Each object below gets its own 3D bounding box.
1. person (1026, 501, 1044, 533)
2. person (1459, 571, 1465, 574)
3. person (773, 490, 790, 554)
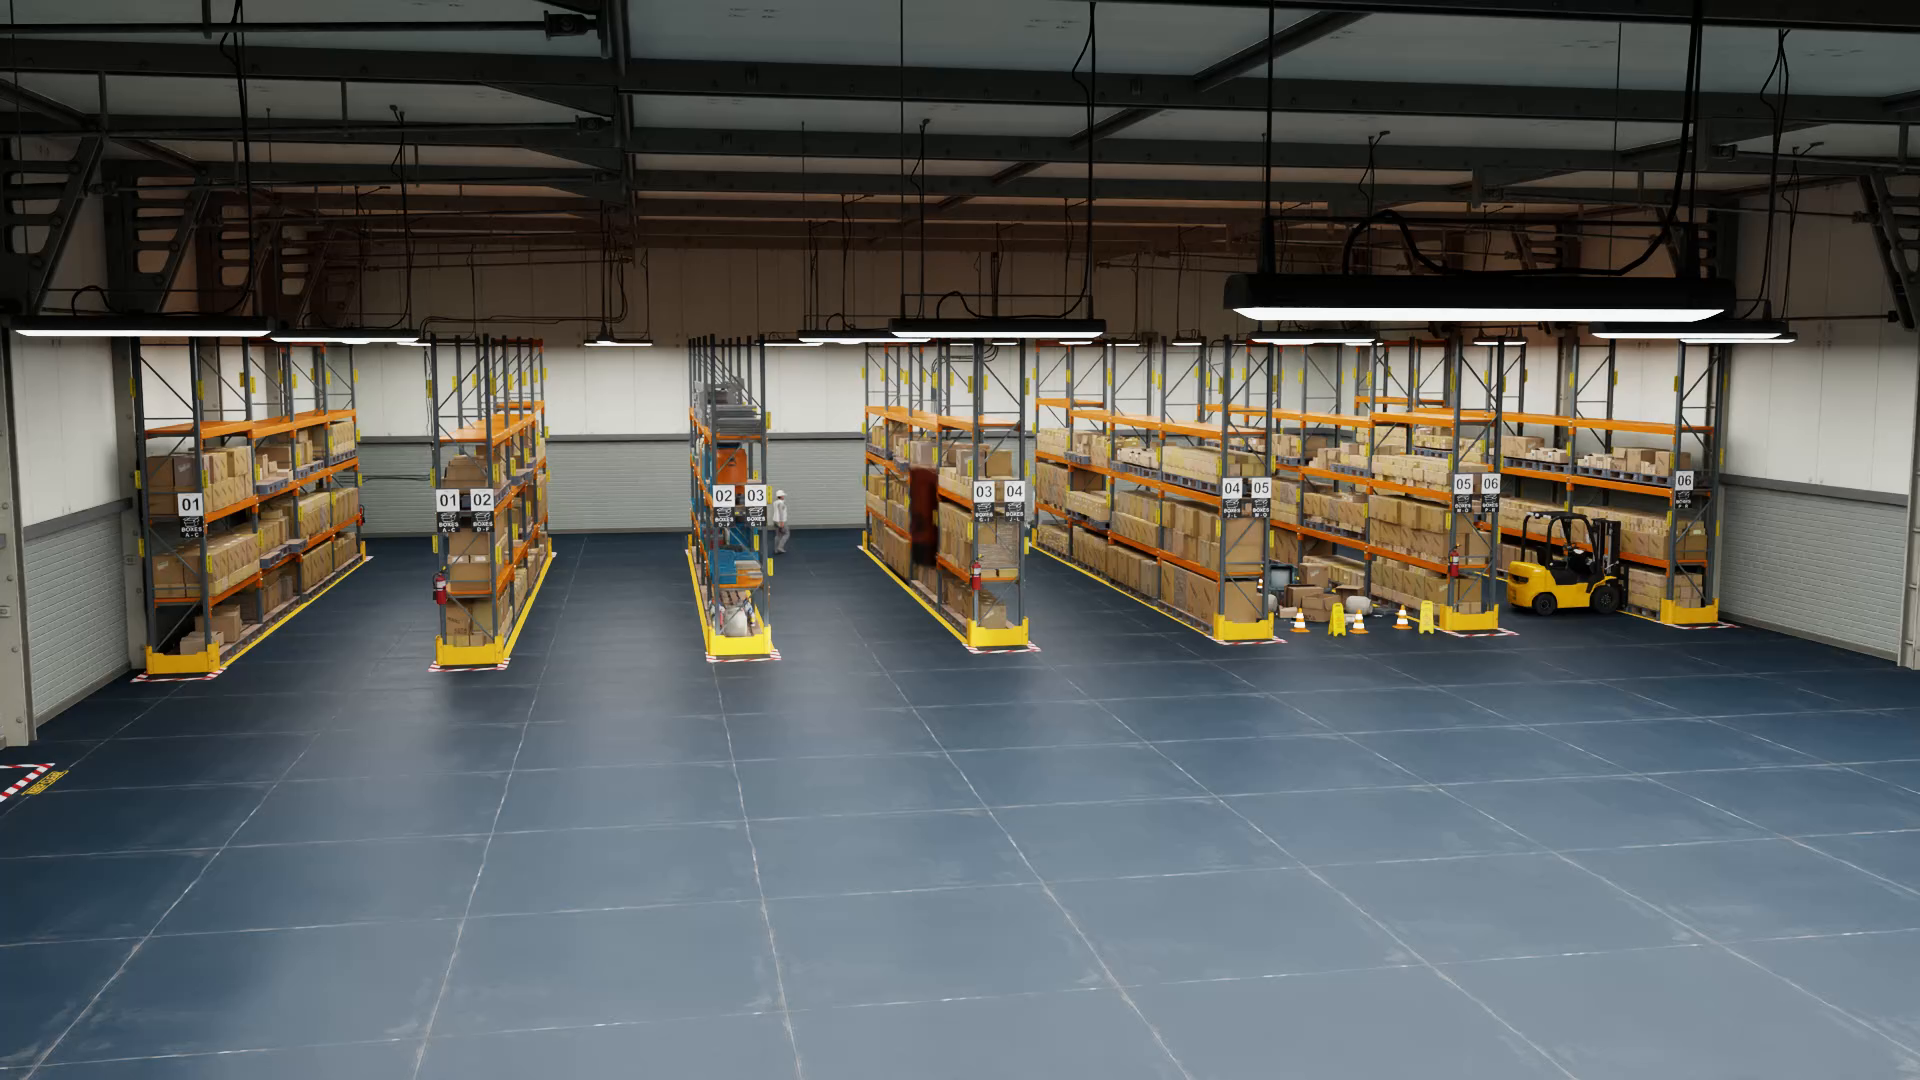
[{"bbox_3d":[2.393,-1.005,51.856,0.765,1.564,0.416,3,7,22],"label":"person"},{"bbox_3d":[11.529,0.510,38.326,0.636,1.671,0.776,-2,7,-20],"label":"person"},{"bbox_3d":[-5.046,-0.514,46.799,0.418,1.784,0.568,-4,7,-28],"label":"person"}]
